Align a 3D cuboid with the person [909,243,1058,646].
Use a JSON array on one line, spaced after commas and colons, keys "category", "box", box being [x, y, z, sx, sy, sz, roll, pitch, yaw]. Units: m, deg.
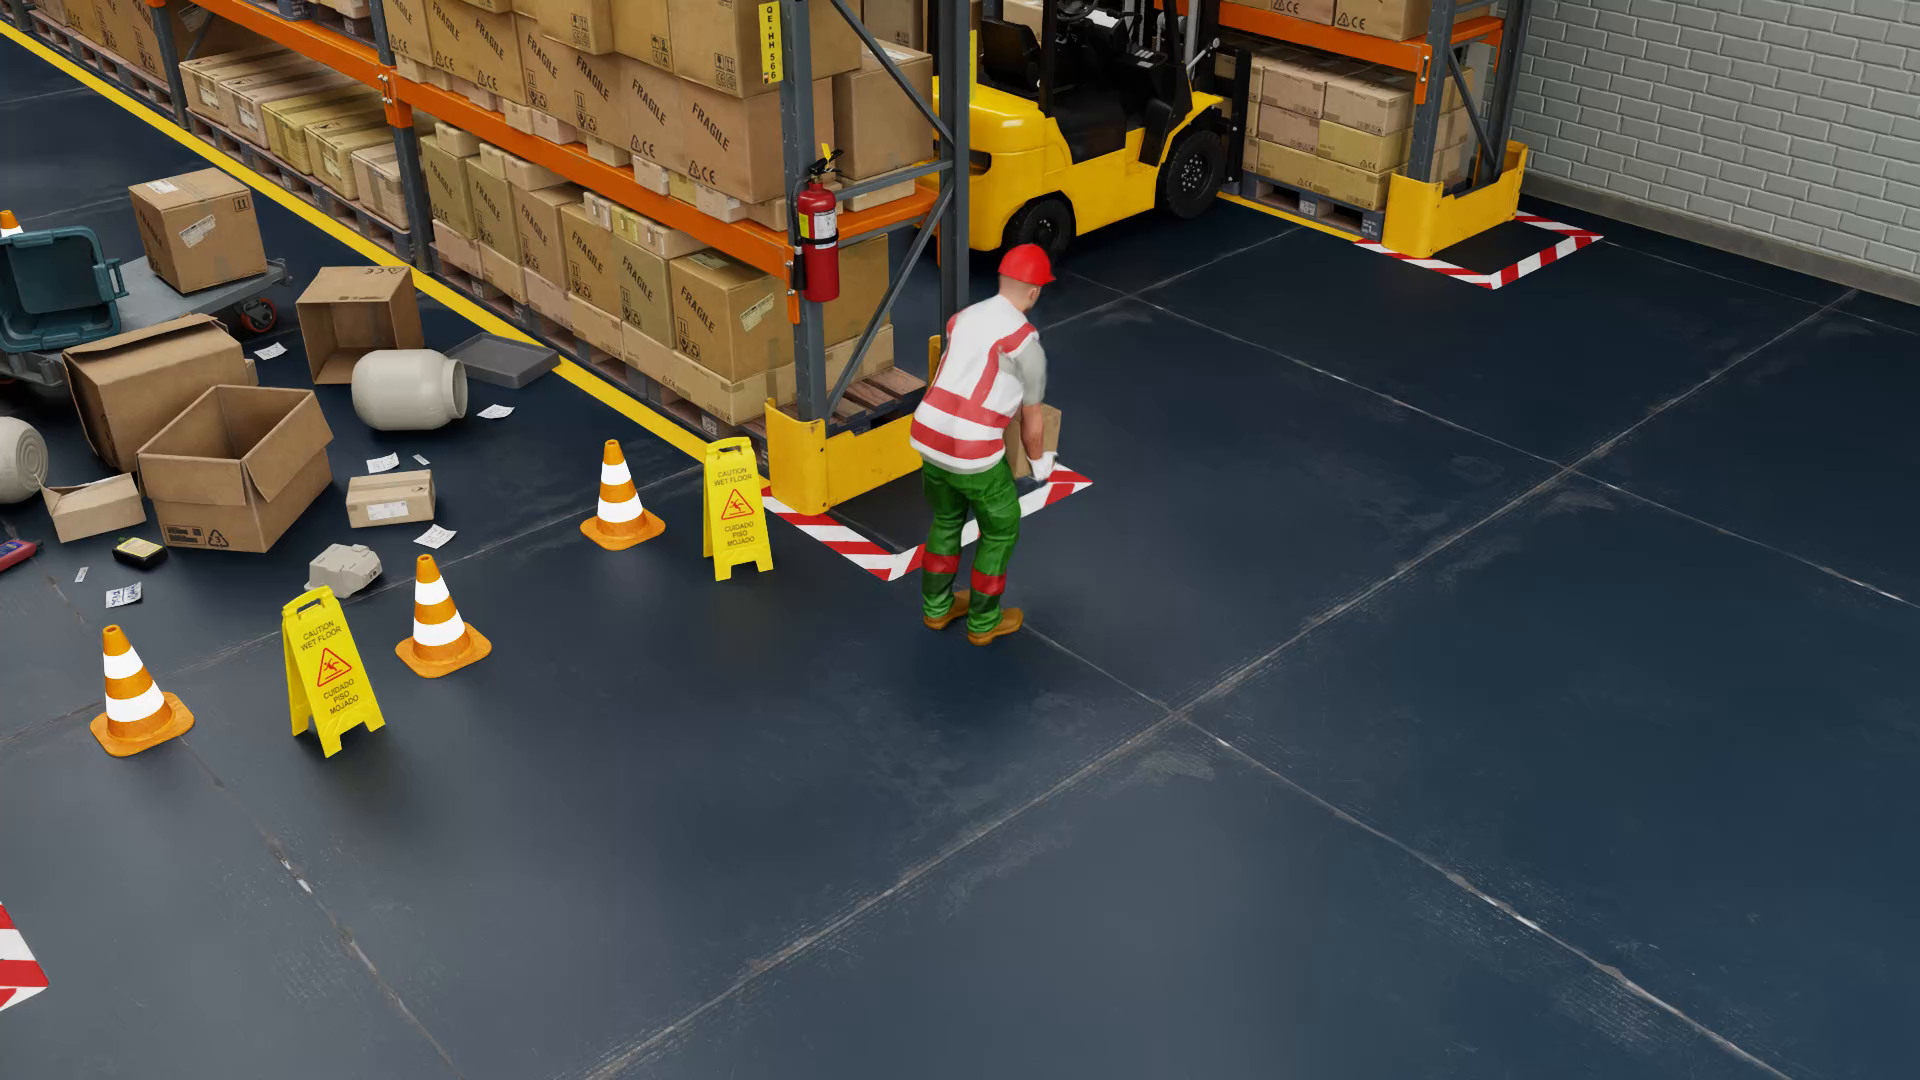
[{"category": "person", "box": [0.123, -0.385, 6.866, 0.478, 1.655, 0.714, 26, 40, 36]}]
